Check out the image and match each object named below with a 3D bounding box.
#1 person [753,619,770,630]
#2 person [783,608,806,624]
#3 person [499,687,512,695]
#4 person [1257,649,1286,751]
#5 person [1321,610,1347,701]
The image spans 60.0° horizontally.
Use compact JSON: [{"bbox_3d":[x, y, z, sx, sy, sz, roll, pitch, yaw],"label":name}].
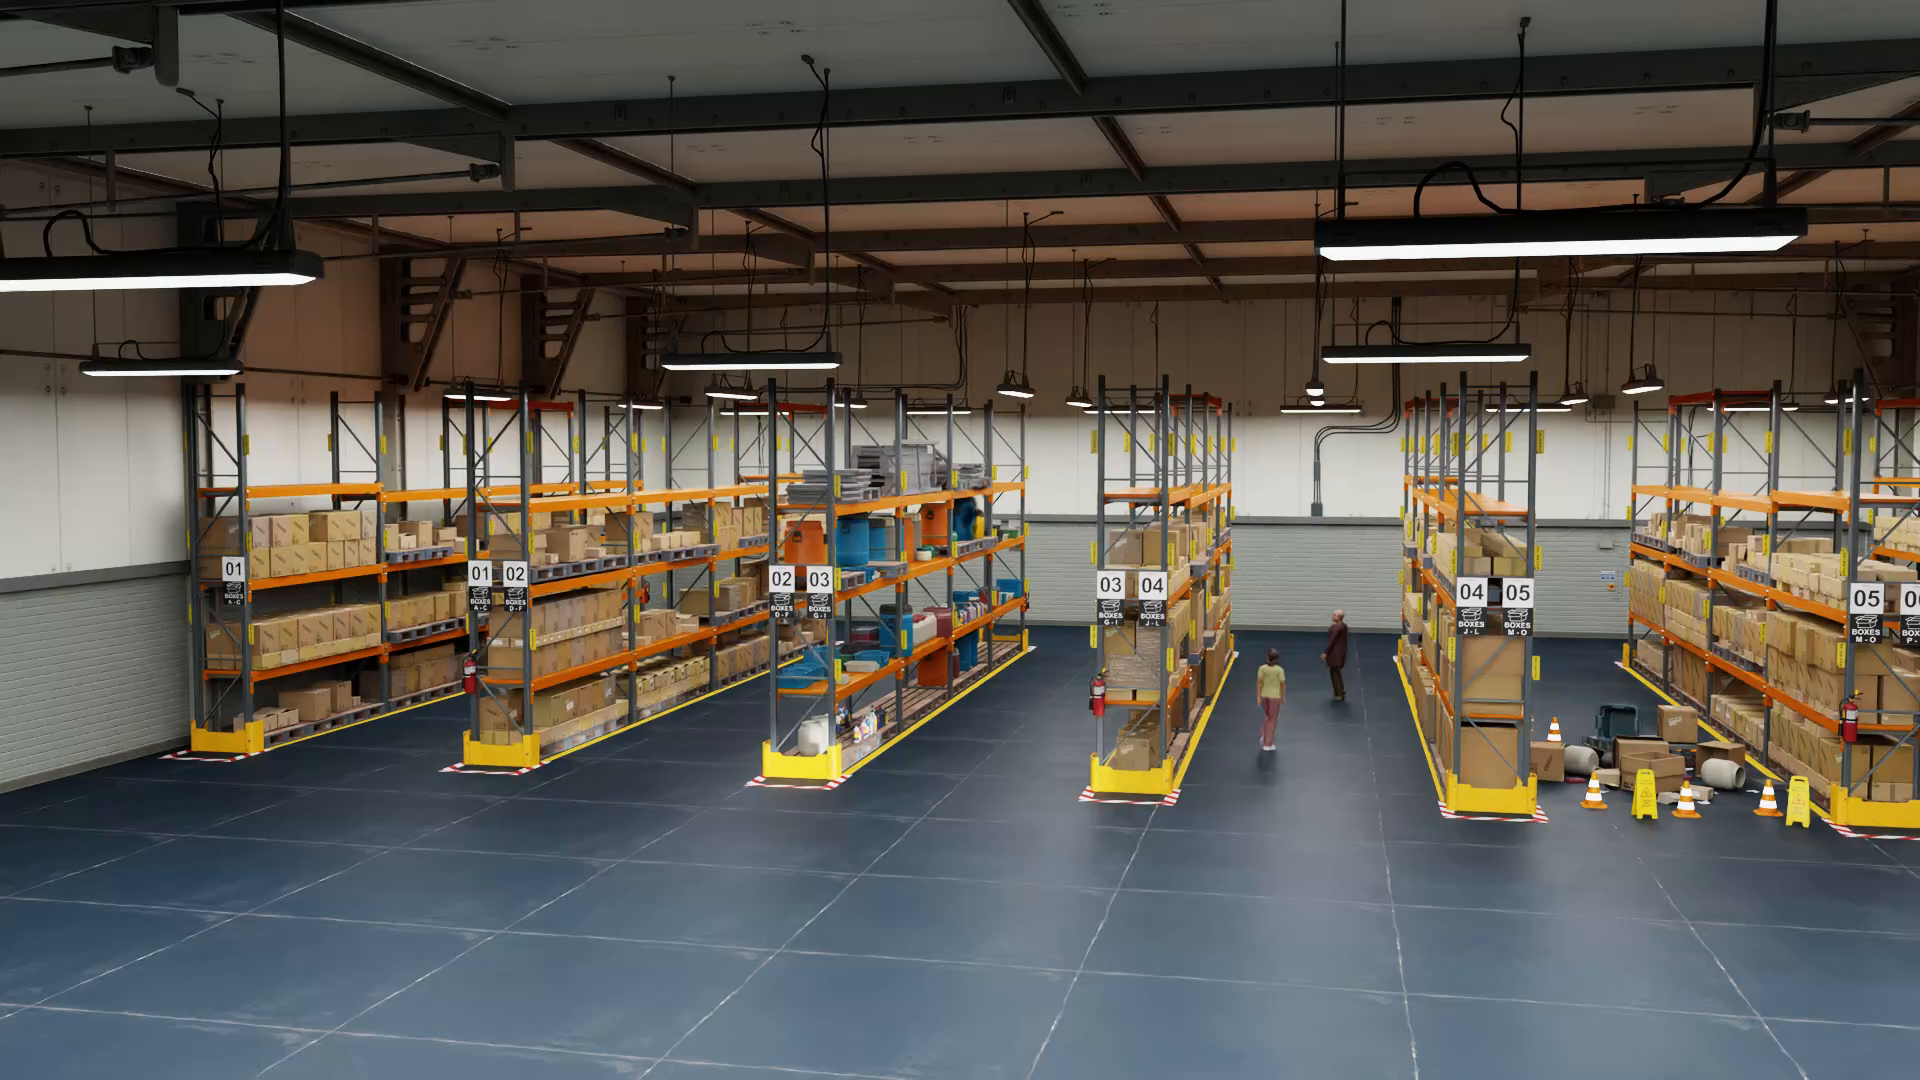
[{"bbox_3d":[-5.261,1.649,43.862,0.701,1.772,0.960,1,3,12],"label":"person"},{"bbox_3d":[-4.188,1.649,42.874,0.992,1.740,0.682,0,3,-7],"label":"person"},{"bbox_3d":[-8.282,2.472,30.262,0.365,1.742,0.544,2,4,25],"label":"person"},{"bbox_3d":[5.113,2.607,27.148,0.451,1.678,0.450,-3,4,-42],"label":"person"},{"bbox_3d":[7.339,2.269,32.489,0.617,1.832,0.515,-2,4,-31],"label":"person"}]
